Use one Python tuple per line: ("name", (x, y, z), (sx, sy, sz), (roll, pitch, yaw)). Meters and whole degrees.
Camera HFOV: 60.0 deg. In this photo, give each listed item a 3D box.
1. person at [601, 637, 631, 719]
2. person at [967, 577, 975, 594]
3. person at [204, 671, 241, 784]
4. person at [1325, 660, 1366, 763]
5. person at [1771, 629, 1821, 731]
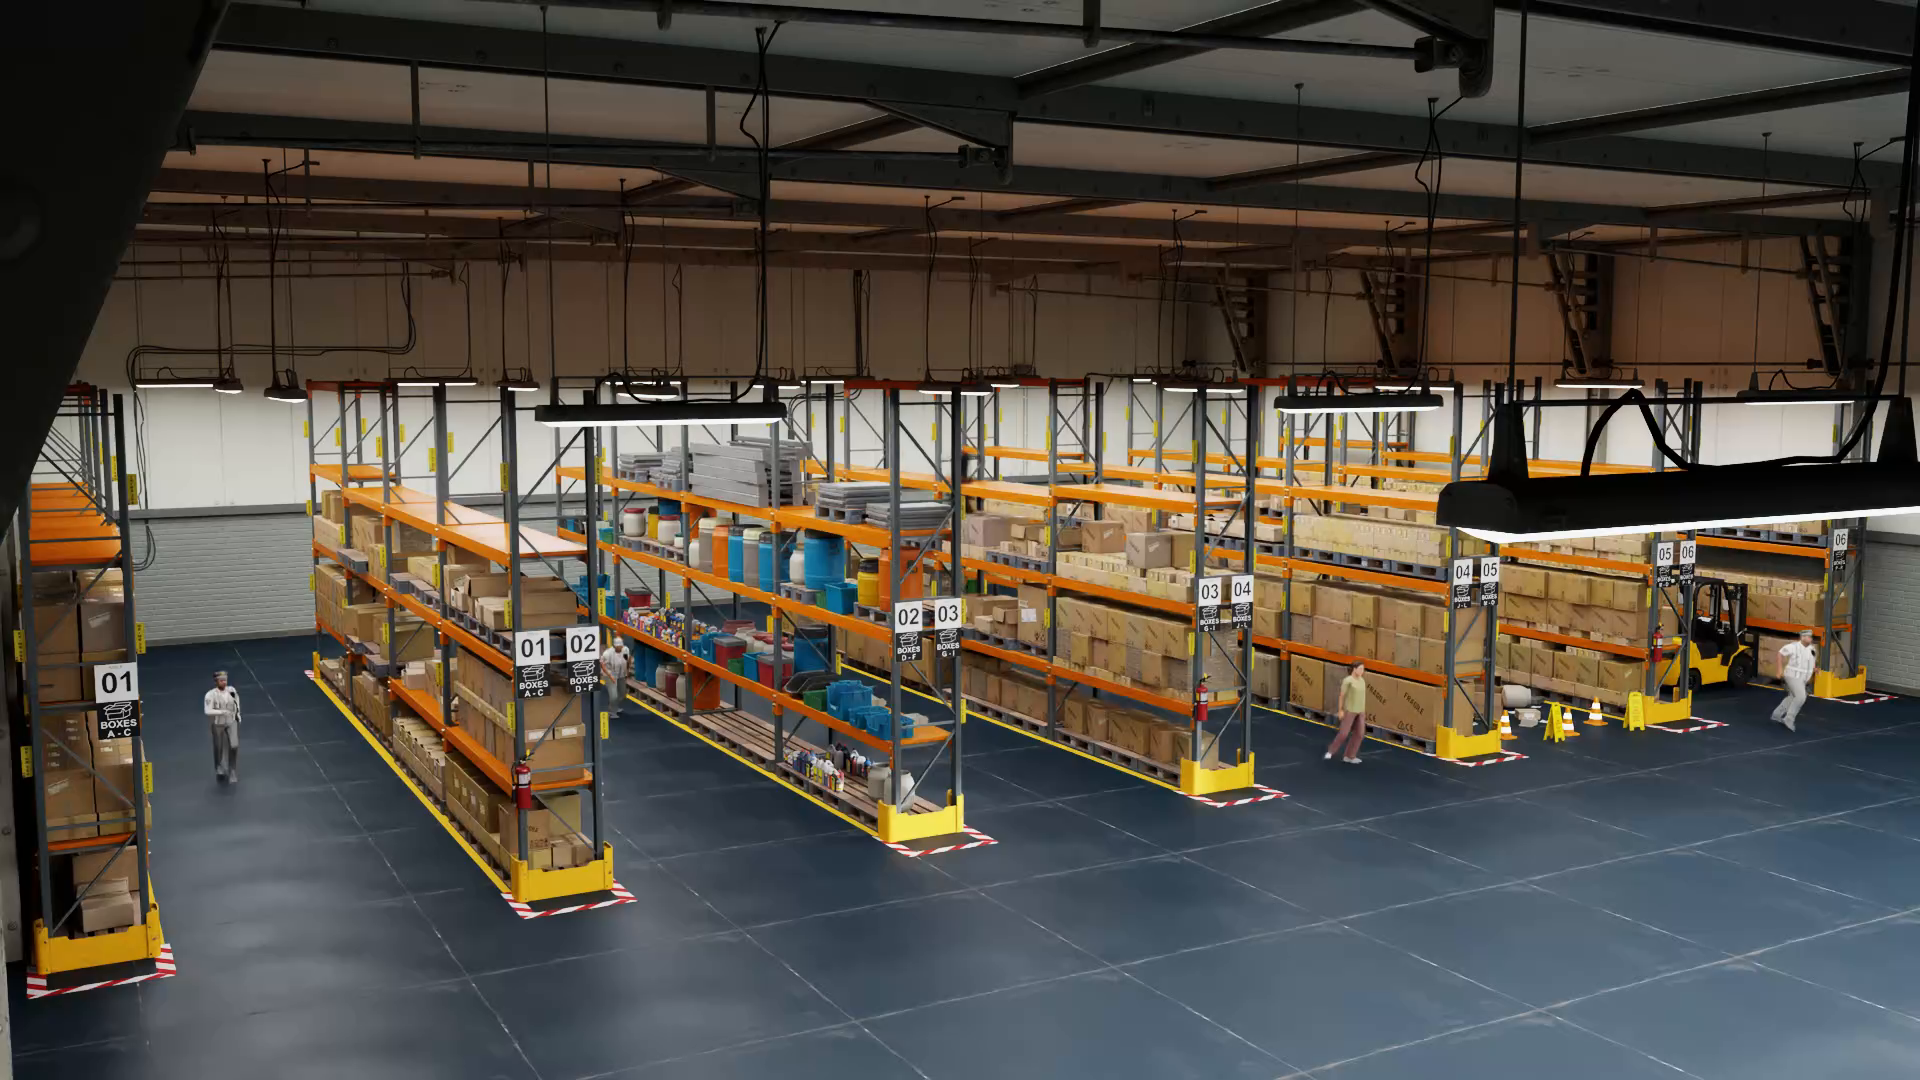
("person", (-6.140, 2.429, 29.676), (0.641, 1.515, 0.910), (-6, 8, -43))
("person", (0.217, 0.988, 42.020), (0.668, 1.766, 0.647), (-3, 7, -24))
("person", (-11.155, 2.820, 25.184), (0.545, 1.738, 0.812), (-4, 7, -33))
("person", (6.113, 2.711, 26.374), (0.649, 1.643, 0.491), (-4, 7, -32))
("person", (14.502, 2.393, 28.839), (0.755, 1.733, 0.797), (-3, 7, -25))
